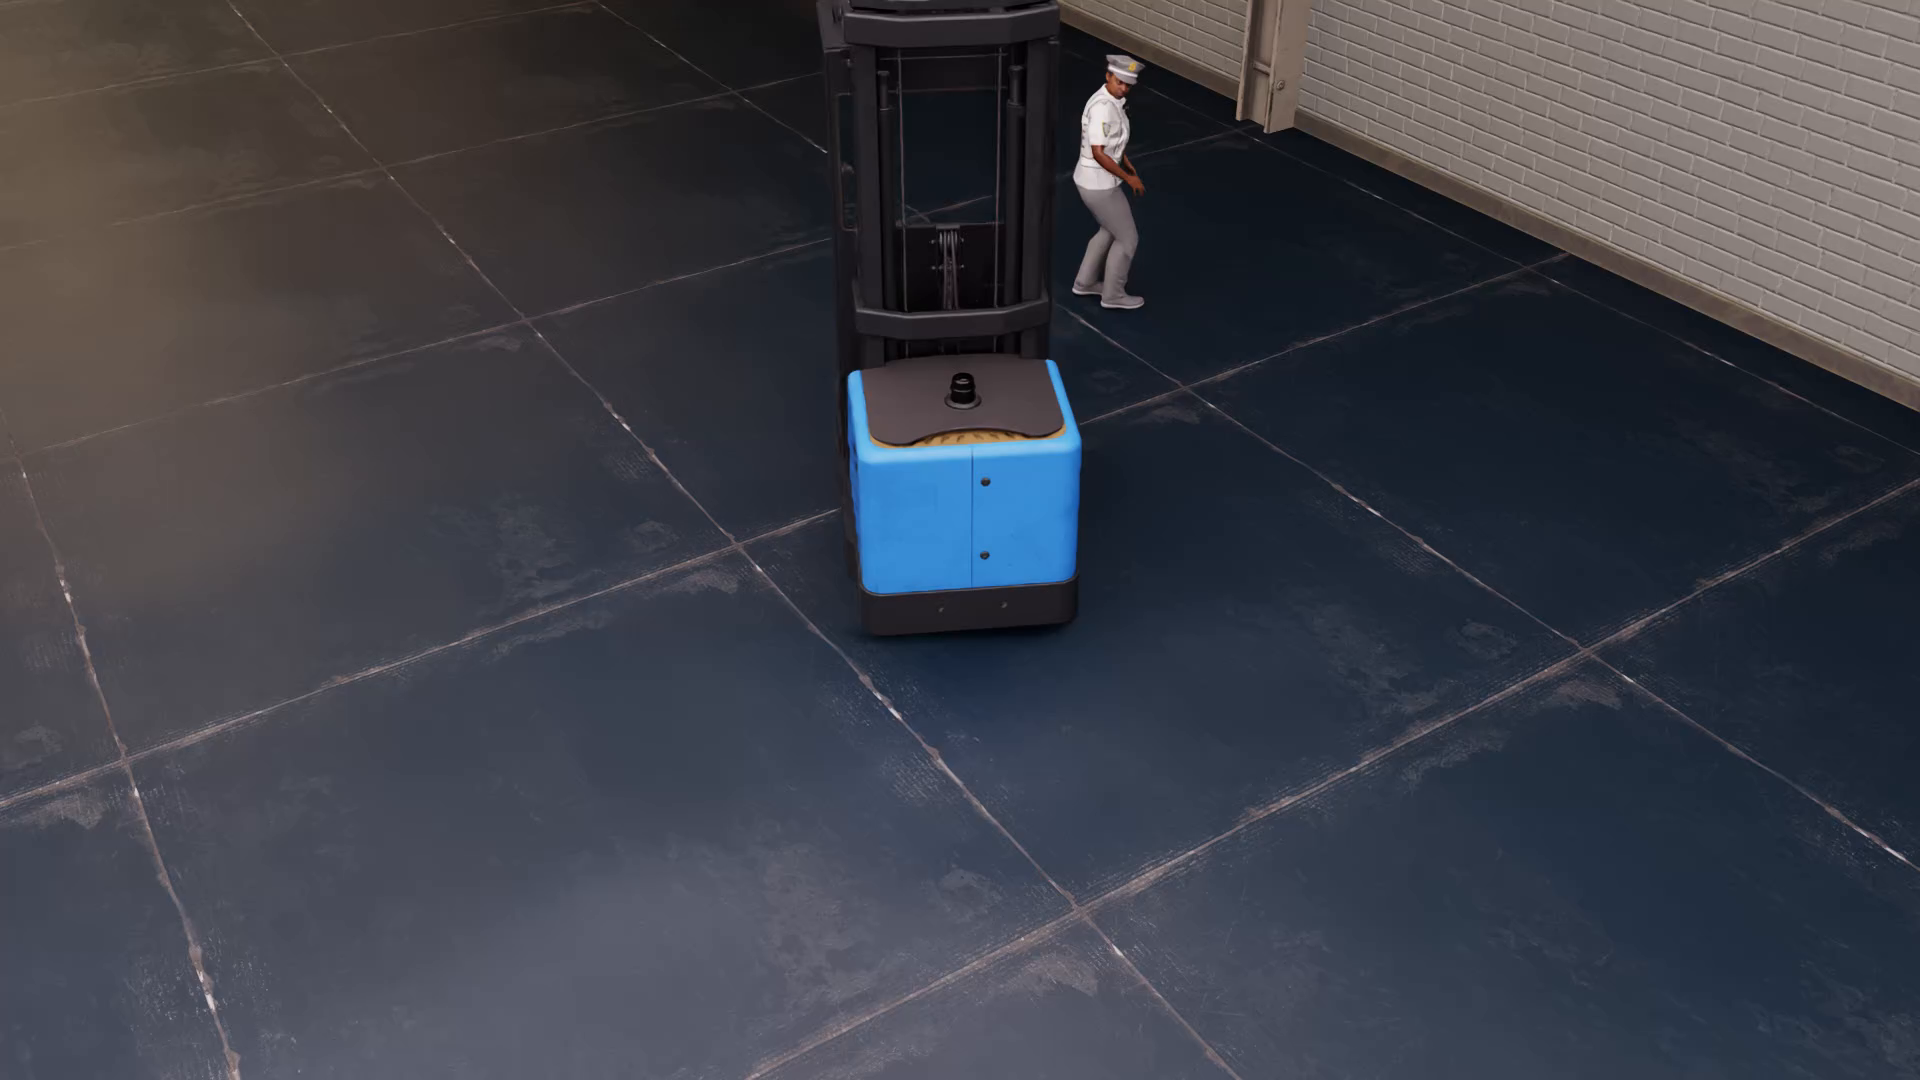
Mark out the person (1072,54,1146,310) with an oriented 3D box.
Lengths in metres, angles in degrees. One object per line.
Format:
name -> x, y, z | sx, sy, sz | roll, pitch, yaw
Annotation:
person -> 0.960, -2.267, 10.522 | 0.491, 1.631, 0.662 | 0, 35, 0

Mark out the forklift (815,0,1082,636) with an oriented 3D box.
forklift -> -0.116, -1.577, 8.392 | 1.130, 2.935, 3.031 | -4, 35, -5
